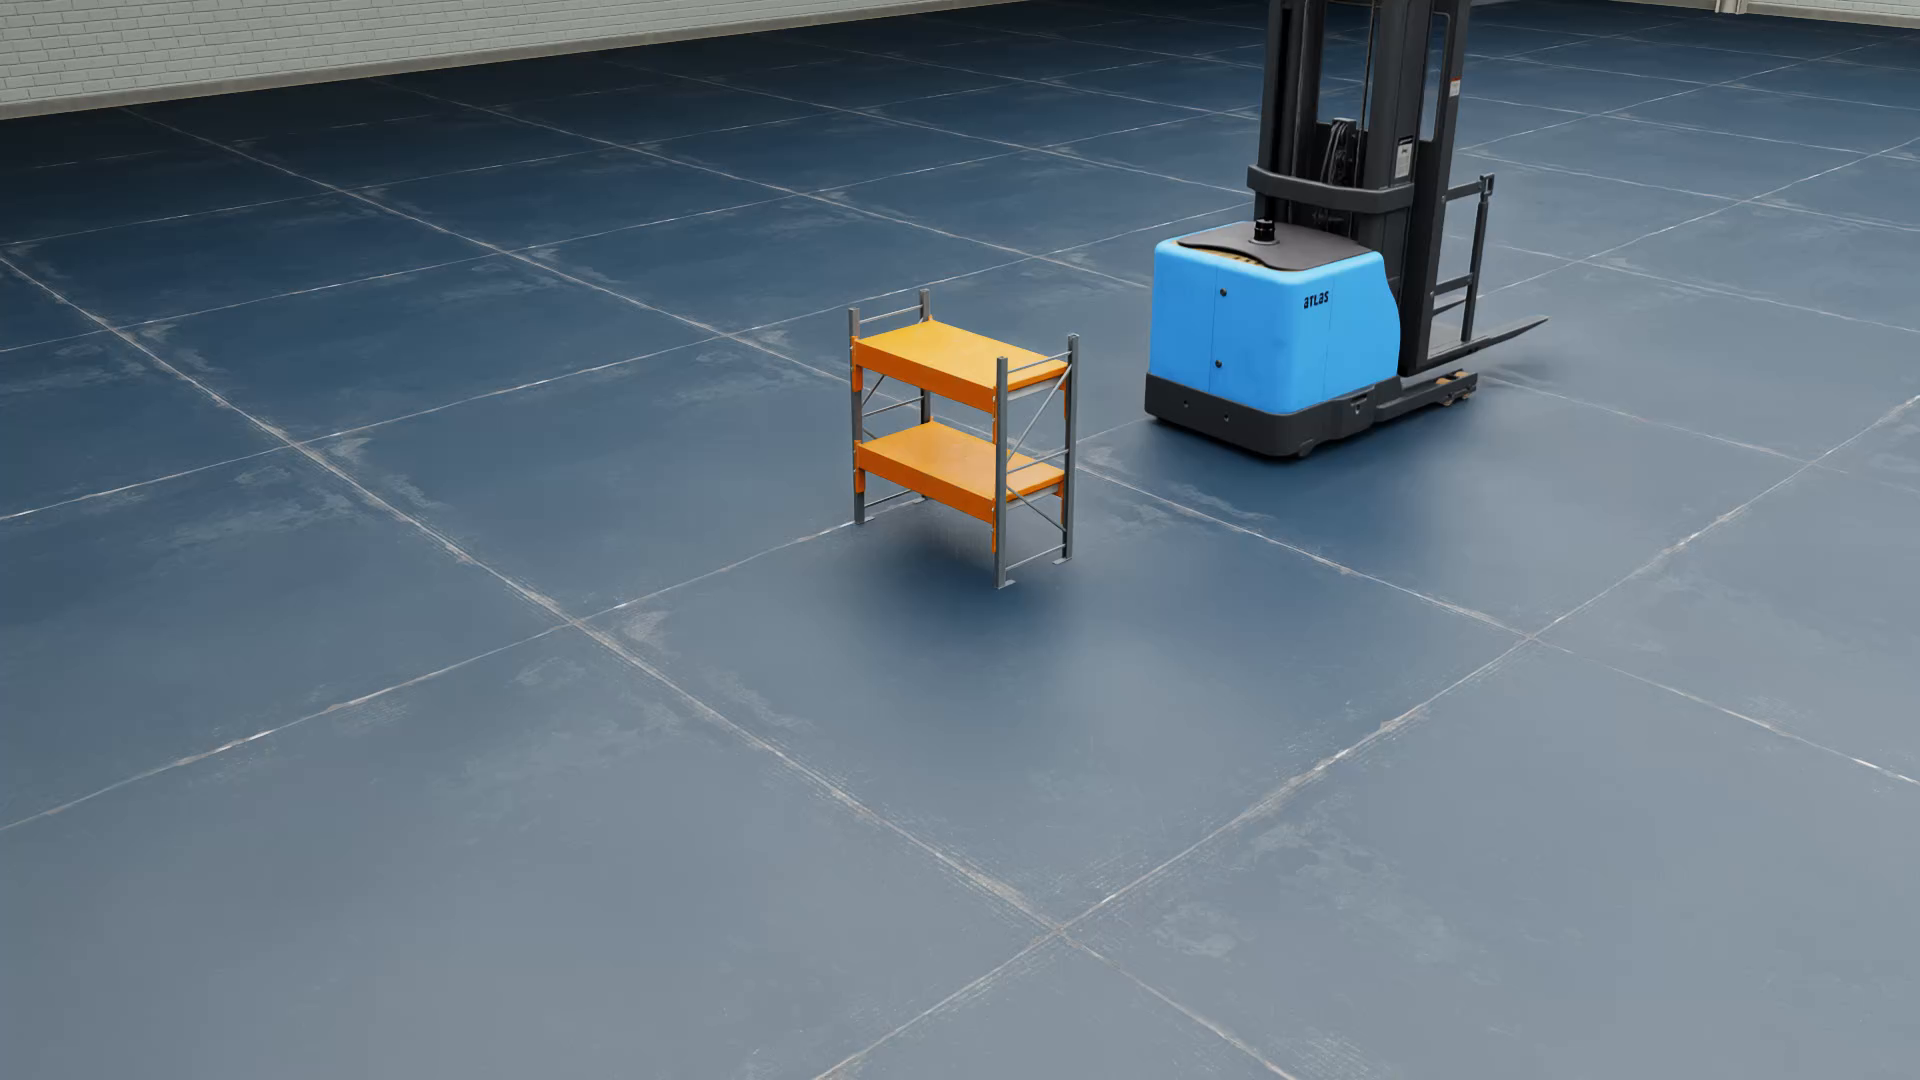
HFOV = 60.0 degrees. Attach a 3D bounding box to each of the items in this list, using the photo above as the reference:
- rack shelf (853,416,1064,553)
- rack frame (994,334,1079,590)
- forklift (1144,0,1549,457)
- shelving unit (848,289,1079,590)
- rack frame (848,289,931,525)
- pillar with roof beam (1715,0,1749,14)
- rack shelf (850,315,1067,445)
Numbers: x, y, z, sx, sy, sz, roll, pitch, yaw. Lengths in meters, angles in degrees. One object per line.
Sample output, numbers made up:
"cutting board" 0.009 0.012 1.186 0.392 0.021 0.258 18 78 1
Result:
"rack shelf" 0.005 -0.287 8.114 0.538 0.278 1.000 -21 32 -38
"rack frame" 0.352 -0.356 7.674 0.500 1.125 0.032 -21 32 -38
"forklift" 2.519 -2.285 9.727 3.031 2.935 1.130 -20 31 -37
"shelving unit" 0.005 -0.510 8.012 0.538 1.125 1.048 -21 32 -38
"rack frame" -0.343 -0.664 8.350 0.500 1.125 0.032 -21 32 -38
"pillar with roof beam" 9.410 -11.464 22.538 9.100 9.000 0.400 -21 32 -38
"rack shelf" 0.005 -0.776 7.891 0.538 0.278 1.000 -21 32 -38
